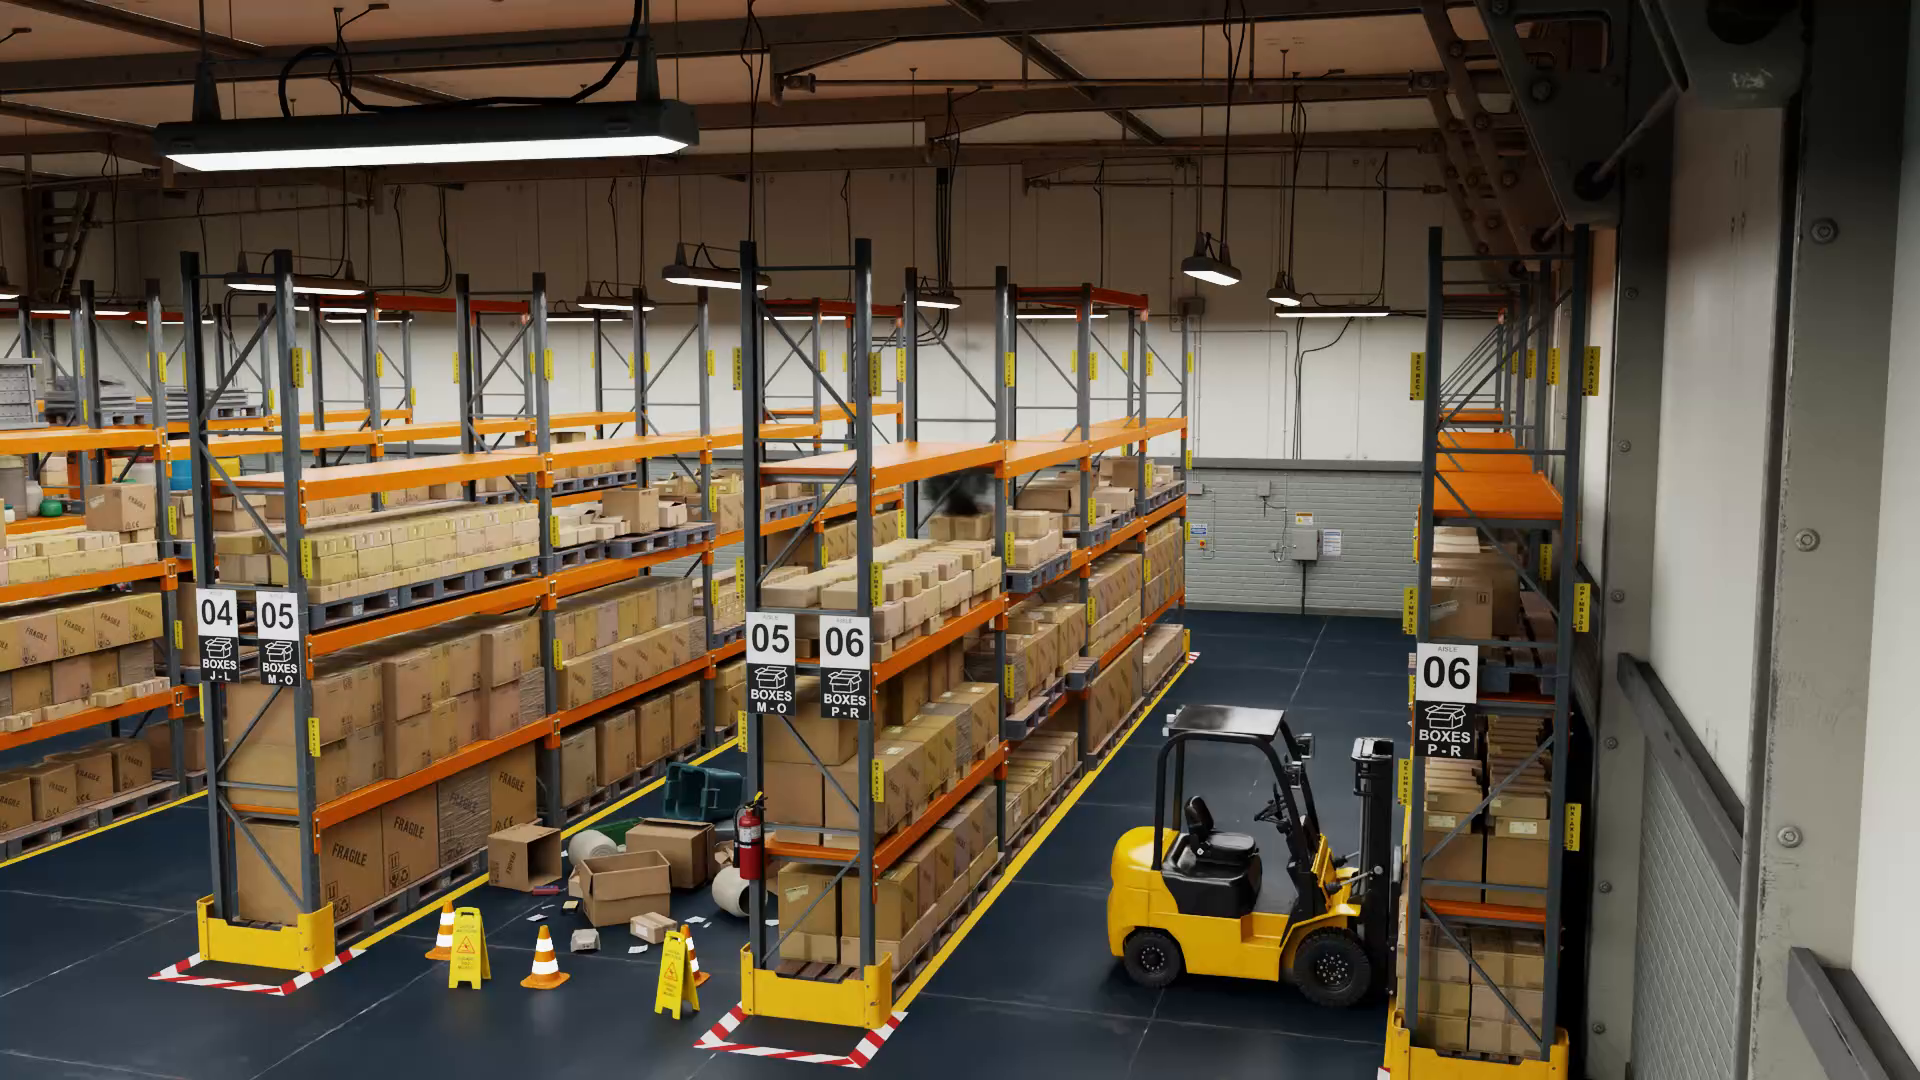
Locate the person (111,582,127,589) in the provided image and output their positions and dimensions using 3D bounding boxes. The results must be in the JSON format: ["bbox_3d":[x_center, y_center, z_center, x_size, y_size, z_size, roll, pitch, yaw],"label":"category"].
[{"bbox_3d":[-14.244,1.213,28.311,0.608,1.585,0.580,2,7,19],"label":"person"}]
